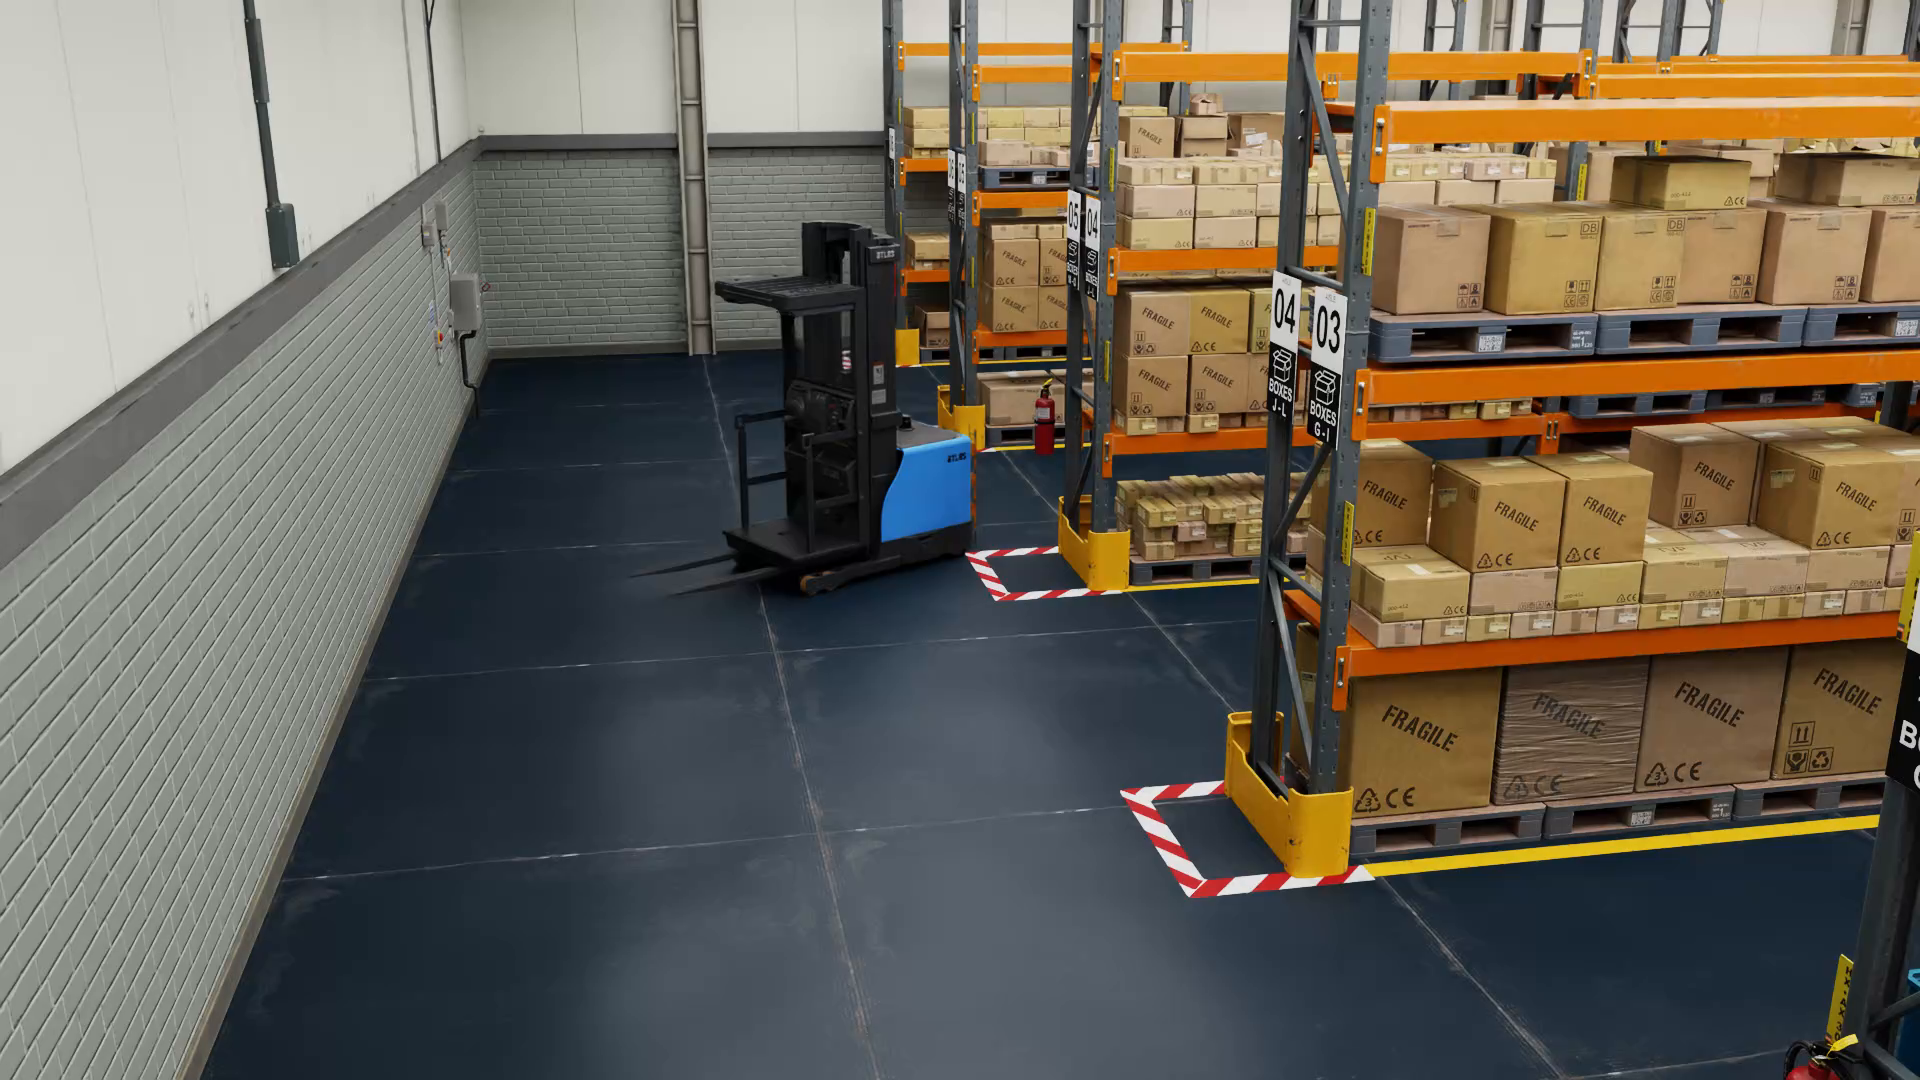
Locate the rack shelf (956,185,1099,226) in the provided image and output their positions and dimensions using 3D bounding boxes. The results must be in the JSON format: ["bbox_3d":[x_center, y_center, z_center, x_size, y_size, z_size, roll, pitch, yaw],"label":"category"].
[{"bbox_3d":[1.998,-3.801,18.631,4.000,0.370,1.077,-3,17,-10],"label":"rack shelf"}]

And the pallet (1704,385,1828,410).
[{"bbox_3d":[6.991,-1.410,15.057,1.213,0.211,1.003,-3,17,-10],"label":"pallet"}]

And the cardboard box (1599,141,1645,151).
[{"bbox_3d":[7.547,-4.664,19.327,0.637,0.503,0.797,-4,18,-14],"label":"cardboard box"}]

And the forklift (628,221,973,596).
[{"bbox_3d":[-1.341,-1.116,13.891,3.031,2.935,1.130,-14,22,-38],"label":"forklift"}]

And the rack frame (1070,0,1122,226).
[{"bbox_3d":[1.072,-4.046,13.095,0.127,3.000,1.000,-3,17,-10],"label":"rack frame"}]

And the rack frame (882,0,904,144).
[{"bbox_3d":[-0.911,-6.898,22.381,0.127,3.000,1.000,-3,17,-10],"label":"rack frame"}]

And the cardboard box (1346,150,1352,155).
[{"bbox_3d":[4.519,-4.319,18.609,0.258,0.266,0.396,-3,17,-11],"label":"cardboard box"}]

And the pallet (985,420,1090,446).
[{"bbox_3d":[0.804,-1.333,19.231,1.213,0.211,1.003,-3,17,-10],"label":"pallet"}]

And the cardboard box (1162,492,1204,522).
[{"bbox_3d":[1.899,-0.281,14.184,0.250,0.149,0.380,-3,17,-9],"label":"cardboard box"}]

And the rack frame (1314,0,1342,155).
[{"bbox_3d":[3.961,-5.690,18.448,0.127,3.000,1.000,-3,17,-10],"label":"rack frame"}]

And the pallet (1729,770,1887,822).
[{"bbox_3d":[5.080,1.388,10.373,1.213,0.211,1.003,-3,17,-10],"label":"pallet"}]

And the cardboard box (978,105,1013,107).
[{"bbox_3d":[0.487,-5.939,23.266,0.500,0.250,0.500,-3,17,-10],"label":"cardboard box"}]

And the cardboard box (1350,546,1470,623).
[{"bbox_3d":[2.436,0.238,9.114,0.500,0.250,0.500,-4,17,-12],"label":"cardboard box"}]

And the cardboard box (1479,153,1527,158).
[{"bbox_3d":[4.668,-3.246,14.325,0.250,0.149,0.380,-4,17,-11],"label":"cardboard box"}]

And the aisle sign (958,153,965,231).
[{"bbox_3d":[0.018,-3.754,17.937,0.004,0.787,0.394,-3,17,-10],"label":"aisle sign"}]

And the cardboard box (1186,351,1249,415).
[{"bbox_3d":[2.086,-1.350,13.861,0.500,0.500,0.500,-3,17,-10],"label":"cardboard box"}]

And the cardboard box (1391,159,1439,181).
[{"bbox_3d":[3.722,-3.036,13.641,0.250,0.149,0.380,-4,18,-13],"label":"cardboard box"}]

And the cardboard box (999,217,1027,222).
[{"bbox_3d":[0.593,-3.534,18.668,0.250,0.149,0.380,-3,17,-9],"label":"cardboard box"}]

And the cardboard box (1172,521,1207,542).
[{"bbox_3d":[1.915,-0.112,14.140,0.250,0.149,0.380,-3,17,-11],"label":"cardboard box"}]

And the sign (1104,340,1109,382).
[{"bbox_3d":[1.175,-1.435,13.339,0.005,0.325,0.100,-3,17,-10],"label":"sign"}]

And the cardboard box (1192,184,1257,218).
[{"bbox_3d":[2.065,-2.758,13.415,0.500,0.250,0.500,-3,17,-11],"label":"cardboard box"}]

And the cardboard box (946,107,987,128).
[{"bbox_3d":[0.075,-5.748,22.645,0.500,0.250,0.500,-3,17,-11],"label":"cardboard box"}]

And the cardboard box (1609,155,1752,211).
[{"bbox_3d":[3.899,-1.941,9.018,0.500,0.250,0.500,-4,17,-12],"label":"cardboard box"}]

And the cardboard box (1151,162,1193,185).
[{"bbox_3d":[1.687,-2.931,13.300,0.250,0.149,0.380,-3,17,-8],"label":"cardboard box"}]

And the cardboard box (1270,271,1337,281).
[{"bbox_3d":[2.999,-2.033,14.381,0.500,0.500,0.500,-4,17,-12],"label":"cardboard box"}]

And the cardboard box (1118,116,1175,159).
[{"bbox_3d":[2.042,-4.398,18.297,0.500,0.500,0.500,-3,17,-9],"label":"cardboard box"}]

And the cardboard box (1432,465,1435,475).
[{"bbox_3d":[4.340,-0.565,15.108,0.250,0.149,0.380,-2,17,-8],"label":"cardboard box"}]

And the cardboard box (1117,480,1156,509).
[{"bbox_3d":[1.544,-0.403,14.579,0.250,0.149,0.380,-3,17,-10],"label":"cardboard box"}]

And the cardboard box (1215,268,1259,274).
[{"bbox_3d":[3.051,-3.216,18.738,0.500,0.500,0.500,-3,17,-11],"label":"cardboard box"}]

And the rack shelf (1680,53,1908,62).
[{"bbox_3d":[12.834,-7.142,25.084,4.000,0.370,1.077,-3,17,-10],"label":"rack shelf"}]

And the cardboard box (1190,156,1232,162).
[{"bbox_3d":[2.094,-3.119,13.911,0.250,0.149,0.380,-3,17,-10],"label":"cardboard box"}]

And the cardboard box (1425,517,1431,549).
[{"bbox_3d":[2.838,0.056,9.709,0.500,0.250,0.500,-4,17,-11],"label":"cardboard box"}]

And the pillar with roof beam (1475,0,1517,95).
[{"bbox_3d":[8.869,-6.435,20.873,0.400,9.000,9.100,-3,17,-10],"label":"pillar with roof beam"}]

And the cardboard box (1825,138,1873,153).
[{"bbox_3d":[7.971,-3.499,14.951,0.258,0.266,0.396,-3,17,-10],"label":"cardboard box"}]

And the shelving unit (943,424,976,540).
[{"bbox_3d":[-0.002,-0.516,15.143,0.252,1.050,0.215,-5,18,-16],"label":"shelving unit"}]

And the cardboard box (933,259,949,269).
[{"bbox_3d":[-0.296,-3.877,23.190,0.250,0.149,0.380,-3,17,-9],"label":"cardboard box"}]

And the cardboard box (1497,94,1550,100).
[{"bbox_3d":[8.177,-6.233,24.269,0.500,0.500,0.700,-4,17,-11],"label":"cardboard box"}]

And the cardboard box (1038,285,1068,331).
[{"bbox_3d":[1.051,-2.627,18.524,0.500,0.500,0.500,-3,17,-11],"label":"cardboard box"}]

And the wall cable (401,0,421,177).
[{"bbox_3d":[-5.498,-5.069,16.427,0.029,3.000,0.463,-3,17,-10],"label":"wall cable"}]

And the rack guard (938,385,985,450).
[{"bbox_3d":[0.010,-1.403,18.966,0.348,0.500,1.175,-3,17,-10],"label":"rack guard"}]

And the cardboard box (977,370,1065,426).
[{"bbox_3d":[0.663,-1.641,19.132,0.875,0.438,0.875,-4,17,-12],"label":"cardboard box"}]

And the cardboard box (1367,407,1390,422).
[{"bbox_3d":[3.479,-1.124,14.228,0.250,0.149,0.380,-4,17,-11],"label":"cardboard box"}]

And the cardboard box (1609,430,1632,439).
[{"bbox_3d":[6.190,-0.904,15.350,0.500,0.250,0.500,-2,17,-8],"label":"cardboard box"}]

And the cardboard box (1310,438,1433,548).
[{"bbox_3d":[2.342,-0.274,9.506,0.500,0.500,0.500,-3,17,-10],"label":"cardboard box"}]

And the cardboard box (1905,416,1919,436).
[{"bbox_3d":[9.542,-0.757,15.721,0.750,0.750,1.050,-3,17,-11],"label":"cardboard box"}]

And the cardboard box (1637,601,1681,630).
[{"bbox_3d":[3.835,0.367,9.374,0.250,0.149,0.380,-4,17,-12],"label":"cardboard box"}]

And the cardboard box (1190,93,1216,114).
[{"bbox_3d":[3.378,-6.071,23.129,0.258,0.266,0.396,-3,17,-11],"label":"cardboard box"}]

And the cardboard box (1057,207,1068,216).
[{"bbox_3d":[1.503,-4.675,23.835,0.500,0.500,0.500,-4,17,-12],"label":"cardboard box"}]

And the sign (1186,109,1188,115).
[{"bbox_3d":[3.126,-5.778,22.963,0.005,0.325,0.100,-3,17,-10],"label":"sign"}]

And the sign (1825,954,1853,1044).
[{"bbox_3d":[2.733,1.450,5.143,0.005,0.325,0.100,-3,17,-10],"label":"sign"}]

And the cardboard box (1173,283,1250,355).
[{"bbox_3d":[2.058,-1.824,13.700,0.500,0.500,0.500,-3,17,-9],"label":"cardboard box"}]

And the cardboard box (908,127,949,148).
[{"bbox_3d":[-0.424,-5.480,22.623,0.500,0.250,0.500,-3,17,-11],"label":"cardboard box"}]
